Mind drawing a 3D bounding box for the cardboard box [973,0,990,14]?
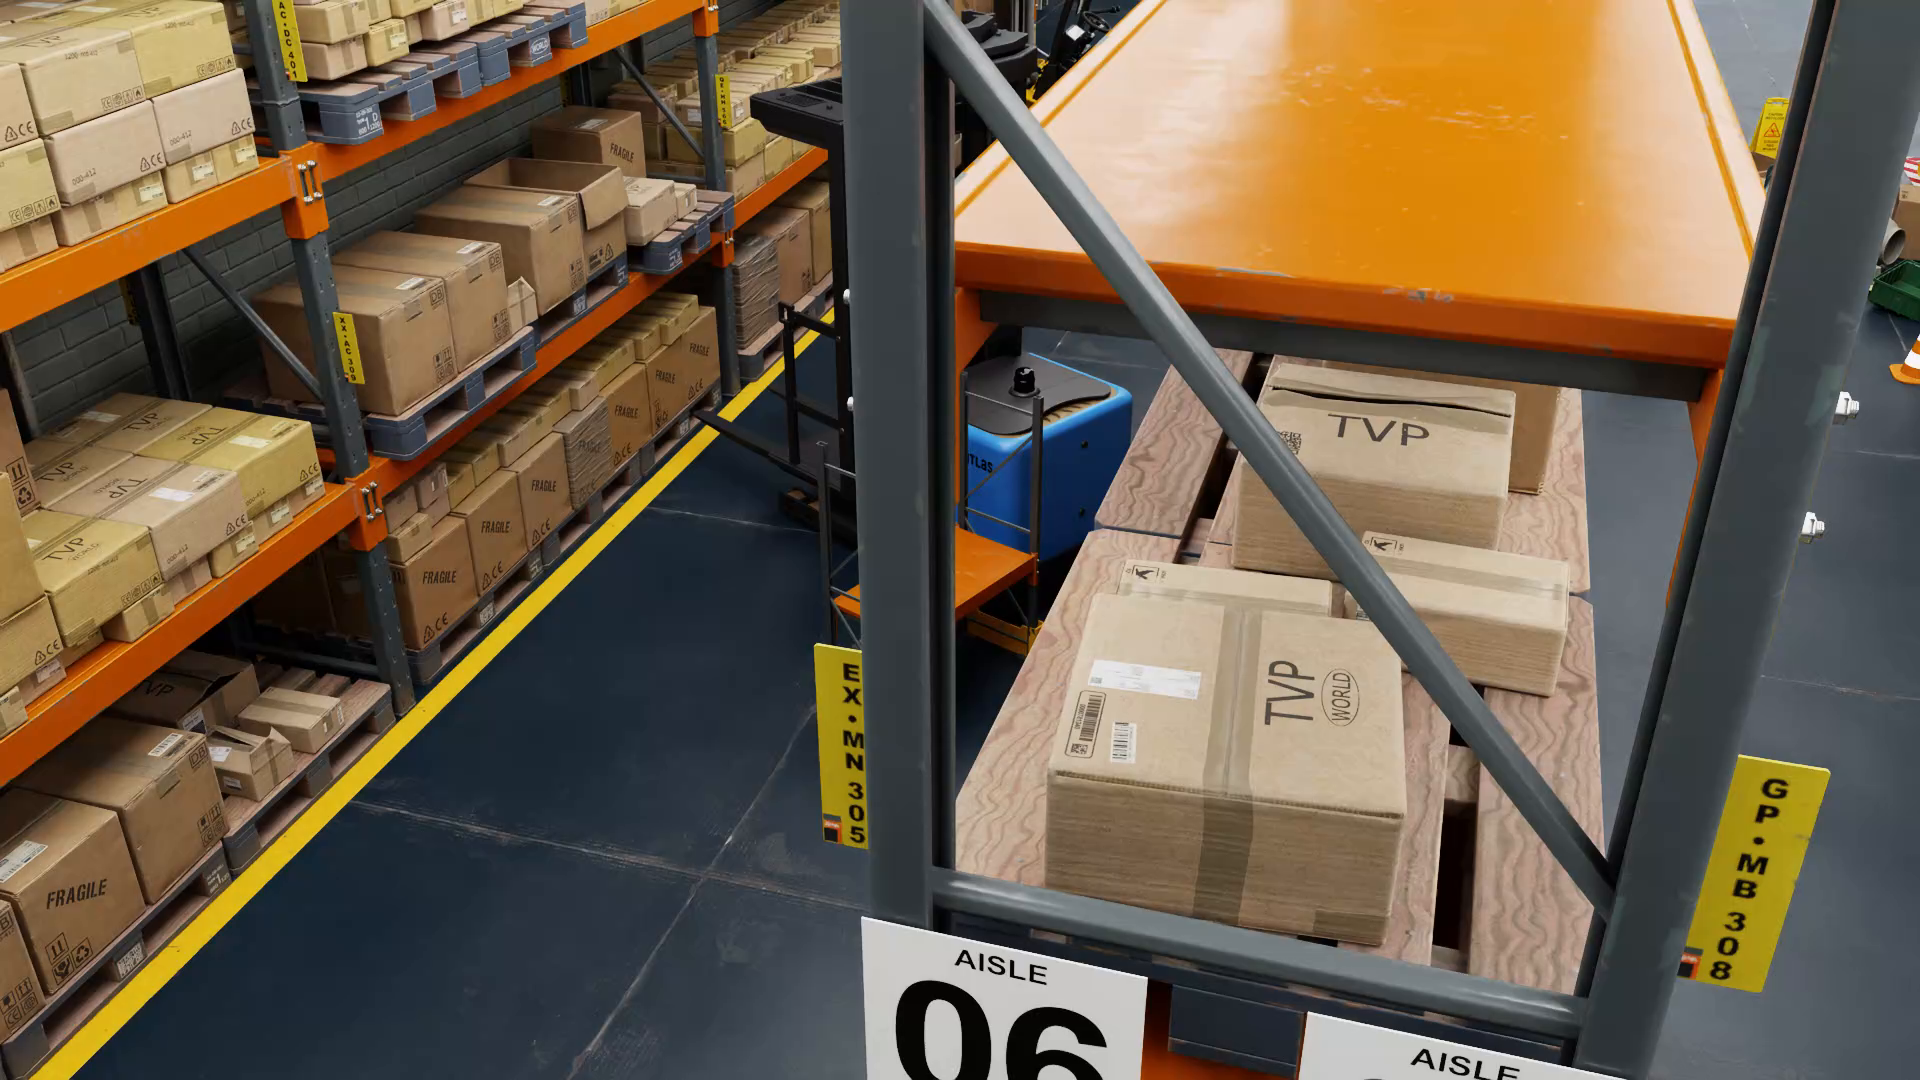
[{"bbox_3d":[-0.019,-5.175,15.864,0.500,0.500,0.500,9,30,15],"label":"cardboard box"}]

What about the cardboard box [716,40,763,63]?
[{"bbox_3d":[-1.691,-3.616,12.394,0.380,0.149,0.250,9,30,16],"label":"cardboard box"}]

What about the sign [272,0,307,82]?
[{"bbox_3d":[-2.679,-1.996,6.636,0.100,0.325,0.005,8,30,15],"label":"sign"}]

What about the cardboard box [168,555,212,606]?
[{"bbox_3d":[-3.264,0.127,6.695,0.380,0.149,0.250,9,30,16],"label":"cardboard box"}]

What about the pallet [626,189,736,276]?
[{"bbox_3d":[-2.157,-1.984,10.428,1.213,0.211,1.003,8,30,15],"label":"pallet"}]

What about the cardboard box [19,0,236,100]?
[{"bbox_3d":[-3.118,-1.858,6.254,0.500,0.250,0.500,9,30,15],"label":"cardboard box"}]

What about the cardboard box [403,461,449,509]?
[{"bbox_3d":[-2.810,-0.295,8.360,0.380,0.149,0.250,7,30,12],"label":"cardboard box"}]

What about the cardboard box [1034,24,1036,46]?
[{"bbox_3d":[0.486,-5.271,17.507,0.500,0.250,0.500,10,30,17],"label":"cardboard box"}]

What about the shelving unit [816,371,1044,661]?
[{"bbox_3d":[-0.129,0.103,8.022,0.587,1.500,1.083,21,35,33],"label":"shelving unit"}]

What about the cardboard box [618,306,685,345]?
[{"bbox_3d":[-1.979,-1.370,10.600,0.380,0.149,0.250,7,30,12],"label":"cardboard box"}]

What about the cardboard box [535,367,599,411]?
[{"bbox_3d":[-2.344,-0.889,9.735,0.380,0.149,0.250,7,30,12],"label":"cardboard box"}]

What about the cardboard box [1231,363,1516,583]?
[{"bbox_3d":[0.860,-0.156,3.416,0.500,0.311,0.500,9,30,16],"label":"cardboard box"}]

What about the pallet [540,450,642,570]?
[{"bbox_3d":[-2.641,-0.267,10.013,1.003,0.211,1.213,8,30,15],"label":"pallet"}]

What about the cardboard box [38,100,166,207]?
[{"bbox_3d":[-3.244,-1.406,5.954,0.500,0.250,0.500,7,30,13],"label":"cardboard box"}]

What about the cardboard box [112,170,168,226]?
[{"bbox_3d":[-3.185,-1.288,6.154,0.380,0.149,0.250,10,30,17],"label":"cardboard box"}]

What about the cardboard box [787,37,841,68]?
[{"bbox_3d":[-1.090,-3.656,12.466,0.380,0.149,0.250,8,30,14],"label":"cardboard box"}]

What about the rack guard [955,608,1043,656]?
[{"bbox_3d":[0.182,0.460,8.666,0.587,0.250,0.087,21,35,33],"label":"rack guard"}]

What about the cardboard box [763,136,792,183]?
[{"bbox_3d":[-1.509,-2.731,11.728,0.500,0.250,0.500,8,30,14],"label":"cardboard box"}]

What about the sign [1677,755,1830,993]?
[{"bbox_3d":[0.901,0.386,1.904,0.100,0.325,0.005,8,30,15],"label":"sign"}]

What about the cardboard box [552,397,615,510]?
[{"bbox_3d":[-2.387,-0.538,9.770,0.500,0.500,0.500,7,30,13],"label":"cardboard box"}]

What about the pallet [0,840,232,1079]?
[{"bbox_3d":[-3.758,1.573,6.706,1.003,0.211,1.213,8,30,15],"label":"pallet"}]

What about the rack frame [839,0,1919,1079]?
[{"bbox_3d":[0.372,-0.590,1.554,1.000,3.000,0.127,8,30,15],"label":"rack frame"}]

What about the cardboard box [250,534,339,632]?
[{"bbox_3d":[-3.338,0.105,8.615,0.500,0.500,0.500,8,30,15],"label":"cardboard box"}]

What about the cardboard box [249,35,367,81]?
[{"bbox_3d":[-2.732,-2.044,6.977,0.380,0.149,0.250,9,30,16],"label":"cardboard box"}]

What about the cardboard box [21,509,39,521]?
[{"bbox_3d":[-3.897,0.067,6.392,0.500,0.250,0.500,9,30,16],"label":"cardboard box"}]

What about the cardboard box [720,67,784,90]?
[{"bbox_3d":[-1.458,-3.196,11.640,0.380,0.149,0.250,9,30,15],"label":"cardboard box"}]

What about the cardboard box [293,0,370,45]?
[{"bbox_3d":[-2.693,-2.168,6.894,0.380,0.149,0.250,9,30,16],"label":"cardboard box"}]

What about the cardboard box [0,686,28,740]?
[{"bbox_3d":[-3.532,0.605,5.836,0.380,0.149,0.250,9,30,16],"label":"cardboard box"}]

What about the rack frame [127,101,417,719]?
[{"bbox_3d":[-3.200,-0.534,7.624,1.000,3.000,0.127,8,30,15],"label":"rack frame"}]

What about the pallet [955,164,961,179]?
[{"bbox_3d":[-0.578,-3.396,15.638,1.003,0.211,1.213,8,30,15],"label":"pallet"}]

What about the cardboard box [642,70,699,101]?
[{"bbox_3d":[-2.019,-3.149,11.555,0.380,0.149,0.250,8,30,15],"label":"cardboard box"}]

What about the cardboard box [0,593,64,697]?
[{"bbox_3d":[-3.560,0.377,5.834,0.500,0.250,0.500,8,30,14],"label":"cardboard box"}]

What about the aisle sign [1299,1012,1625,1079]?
[{"bbox_3d":[0.628,0.971,2.245,0.394,0.787,0.004,8,30,15],"label":"aisle sign"}]

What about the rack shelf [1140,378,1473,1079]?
[{"bbox_3d":[0.959,0.106,4.128,1.077,0.370,4.000,8,30,15],"label":"rack shelf"}]

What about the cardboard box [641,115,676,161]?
[{"bbox_3d":[-2.159,-2.794,11.327,0.500,0.250,0.500,9,30,16],"label":"cardboard box"}]

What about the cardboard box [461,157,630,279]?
[{"bbox_3d":[-2.328,-1.836,9.427,0.797,0.503,0.637,8,30,14],"label":"cardboard box"}]

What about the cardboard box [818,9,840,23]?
[{"bbox_3d":[-0.920,-4.159,13.371,0.380,0.149,0.250,8,30,15],"label":"cardboard box"}]

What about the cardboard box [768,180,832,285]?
[{"bbox_3d":[-1.448,-2.444,13.068,0.875,0.625,0.625,7,30,13],"label":"cardboard box"}]

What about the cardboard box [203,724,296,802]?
[{"bbox_3d":[-3.187,0.944,7.347,0.396,0.266,0.258,10,30,17],"label":"cardboard box"}]

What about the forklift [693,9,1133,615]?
[{"bbox_3d":[-0.436,-1.498,9.428,1.130,2.935,3.031,-25,38,-38],"label":"forklift"}]

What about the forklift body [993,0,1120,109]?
[{"bbox_3d":[1.510,-4.598,15.803,2.313,2.155,1.214,8,30,15],"label":"forklift body"}]

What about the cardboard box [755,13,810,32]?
[{"bbox_3d":[-1.418,-4.091,13.248,0.380,0.149,0.250,8,30,14],"label":"cardboard box"}]

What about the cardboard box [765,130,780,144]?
[{"bbox_3d":[-1.514,-2.949,11.606,0.500,0.250,0.500,9,30,16],"label":"cardboard box"}]

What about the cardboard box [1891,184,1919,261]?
[{"bbox_3d":[8.131,-2.662,14.018,0.500,0.500,0.500,14,32,23],"label":"cardboard box"}]

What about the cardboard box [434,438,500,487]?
[{"bbox_3d":[-2.701,-0.427,8.904,0.380,0.149,0.250,8,30,14],"label":"cardboard box"}]

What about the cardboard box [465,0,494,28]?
[{"bbox_3d":[-2.434,-2.519,7.831,0.380,0.149,0.250,8,30,14],"label":"cardboard box"}]

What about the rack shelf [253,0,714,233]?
[{"bbox_3d":[-2.613,-2.459,8.740,1.077,0.370,4.000,8,30,15],"label":"rack shelf"}]

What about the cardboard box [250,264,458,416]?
[{"bbox_3d":[-2.844,-0.954,7.844,0.700,0.500,0.500,9,30,16],"label":"cardboard box"}]

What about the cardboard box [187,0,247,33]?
[{"bbox_3d":[-3.223,-2.248,7.037,0.380,0.149,0.250,8,30,14],"label":"cardboard box"}]

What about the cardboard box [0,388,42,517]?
[{"bbox_3d":[-3.891,-0.272,6.230,0.500,0.500,0.500,8,30,13],"label":"cardboard box"}]

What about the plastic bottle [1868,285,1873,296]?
[{"bbox_3d":[7.295,-1.945,13.184,0.133,0.061,0.283,-6,30,-11],"label":"plastic bottle"}]
